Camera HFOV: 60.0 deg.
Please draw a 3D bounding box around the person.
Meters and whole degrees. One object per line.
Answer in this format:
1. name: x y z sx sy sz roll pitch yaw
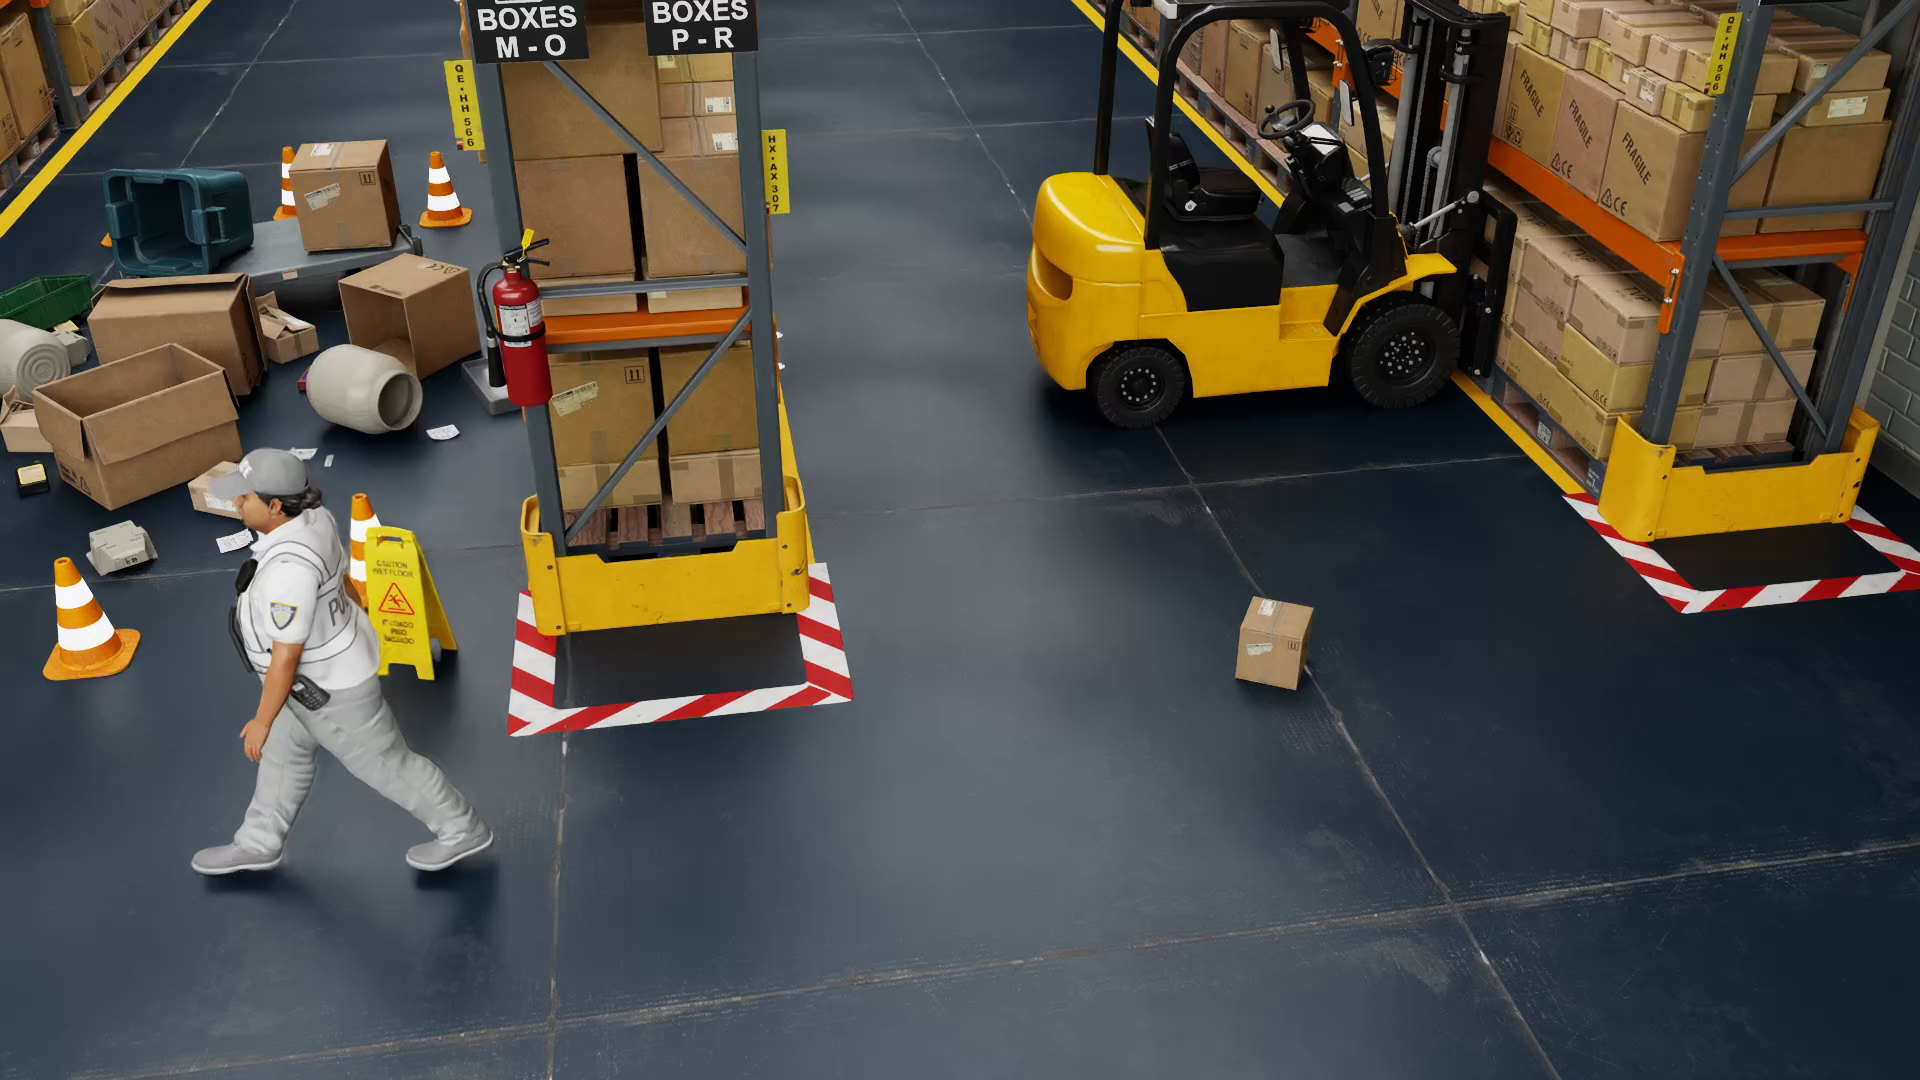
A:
1. person: -2.143 0.439 5.382 1.001 1.598 0.526 -9 32 -14
